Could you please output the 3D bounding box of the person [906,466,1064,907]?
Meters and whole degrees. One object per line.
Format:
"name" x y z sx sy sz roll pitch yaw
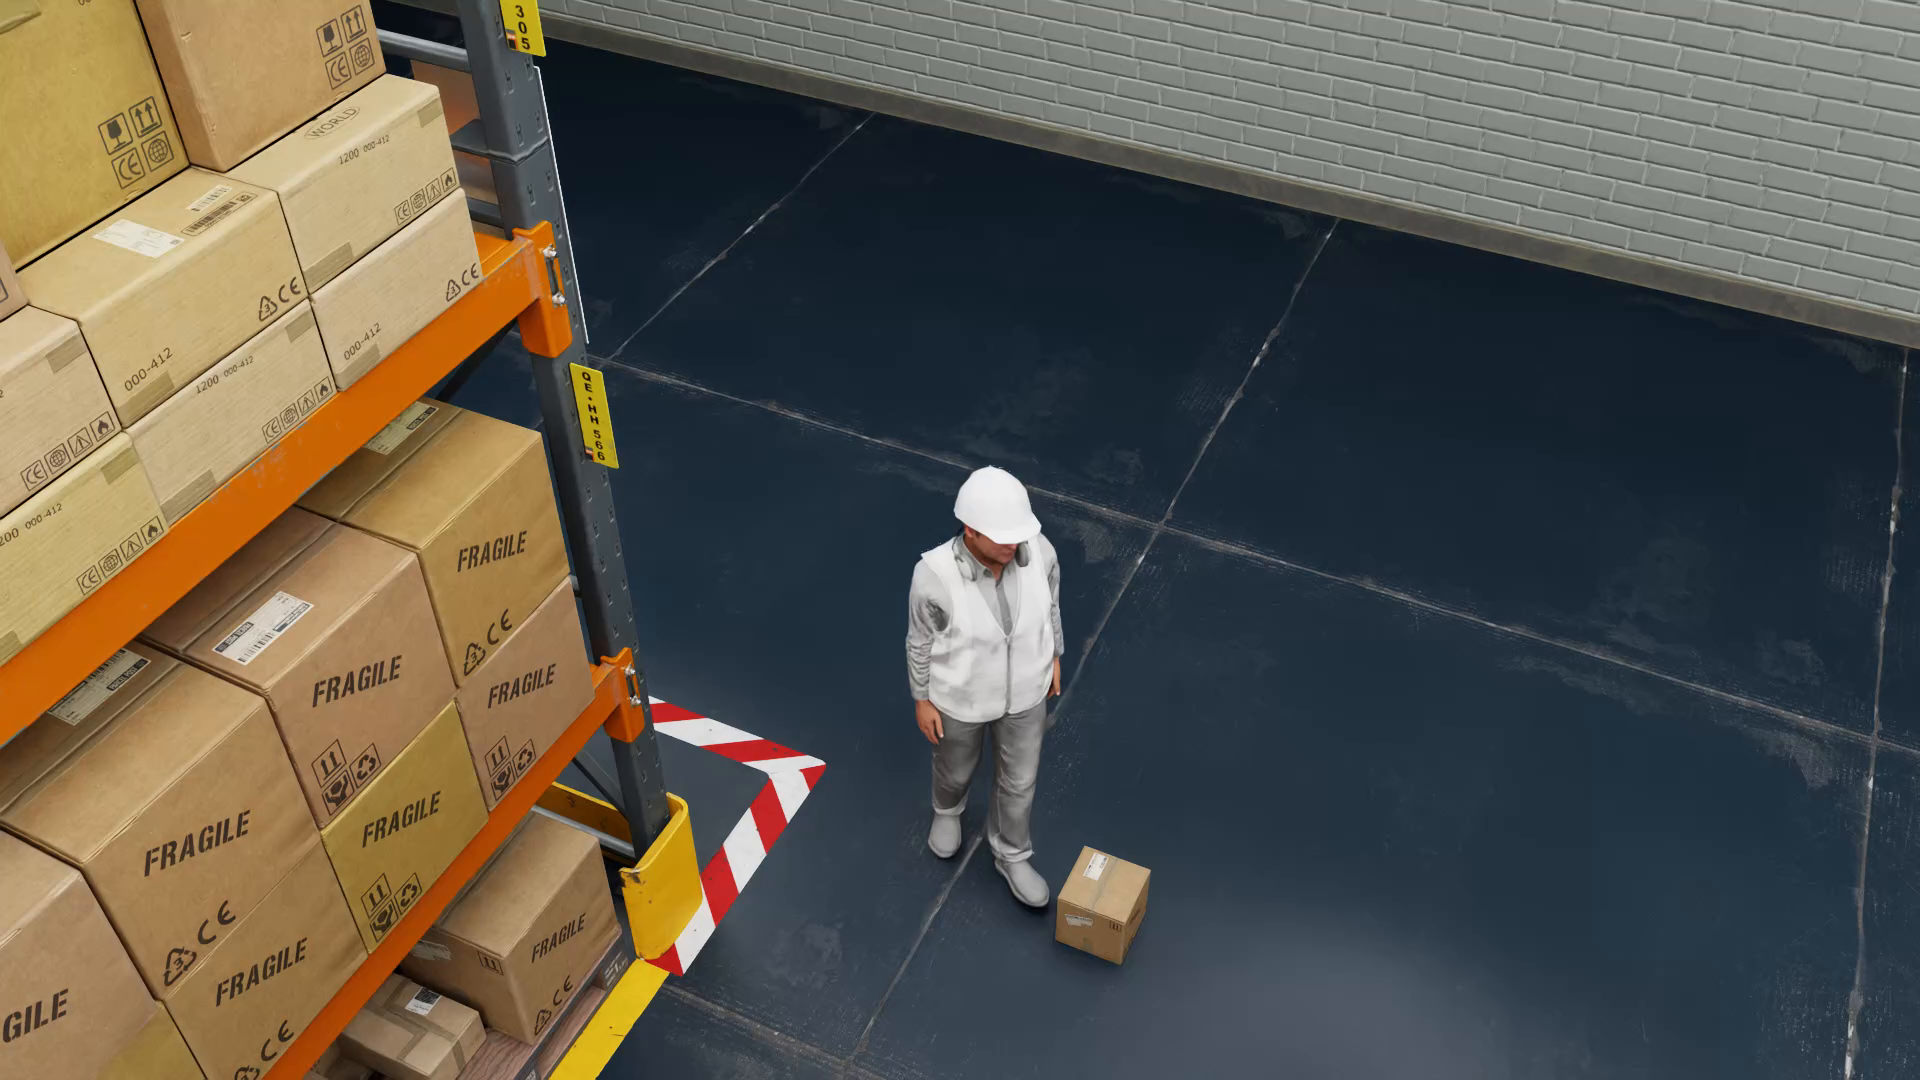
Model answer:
"person" 0.118 0.507 5.565 0.564 1.776 0.620 -15 44 -16
